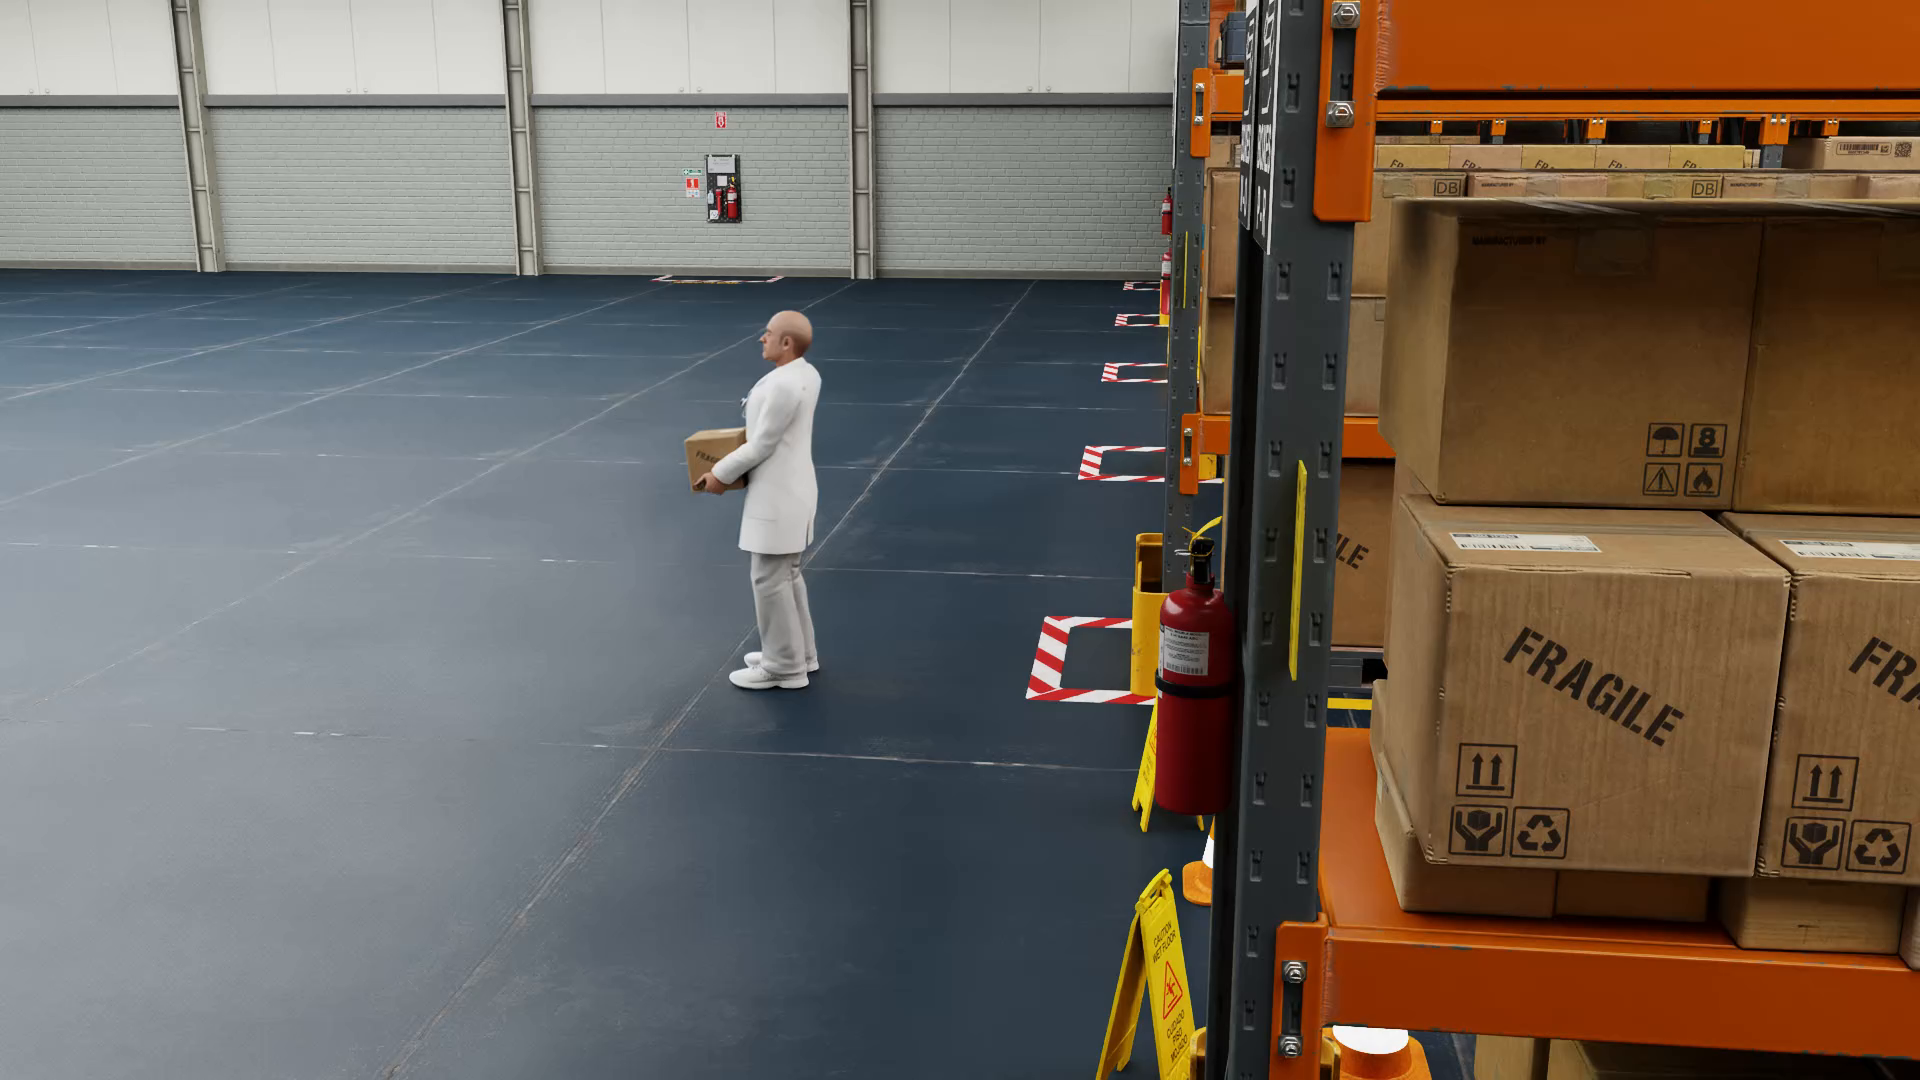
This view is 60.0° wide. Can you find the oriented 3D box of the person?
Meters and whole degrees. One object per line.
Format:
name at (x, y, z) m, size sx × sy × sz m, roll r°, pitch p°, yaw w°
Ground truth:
person at (-0.941, -0.194, 7.812) m, size 0.553 × 1.771 × 0.531 m, roll 2°, pitch 14°, yaw 6°
